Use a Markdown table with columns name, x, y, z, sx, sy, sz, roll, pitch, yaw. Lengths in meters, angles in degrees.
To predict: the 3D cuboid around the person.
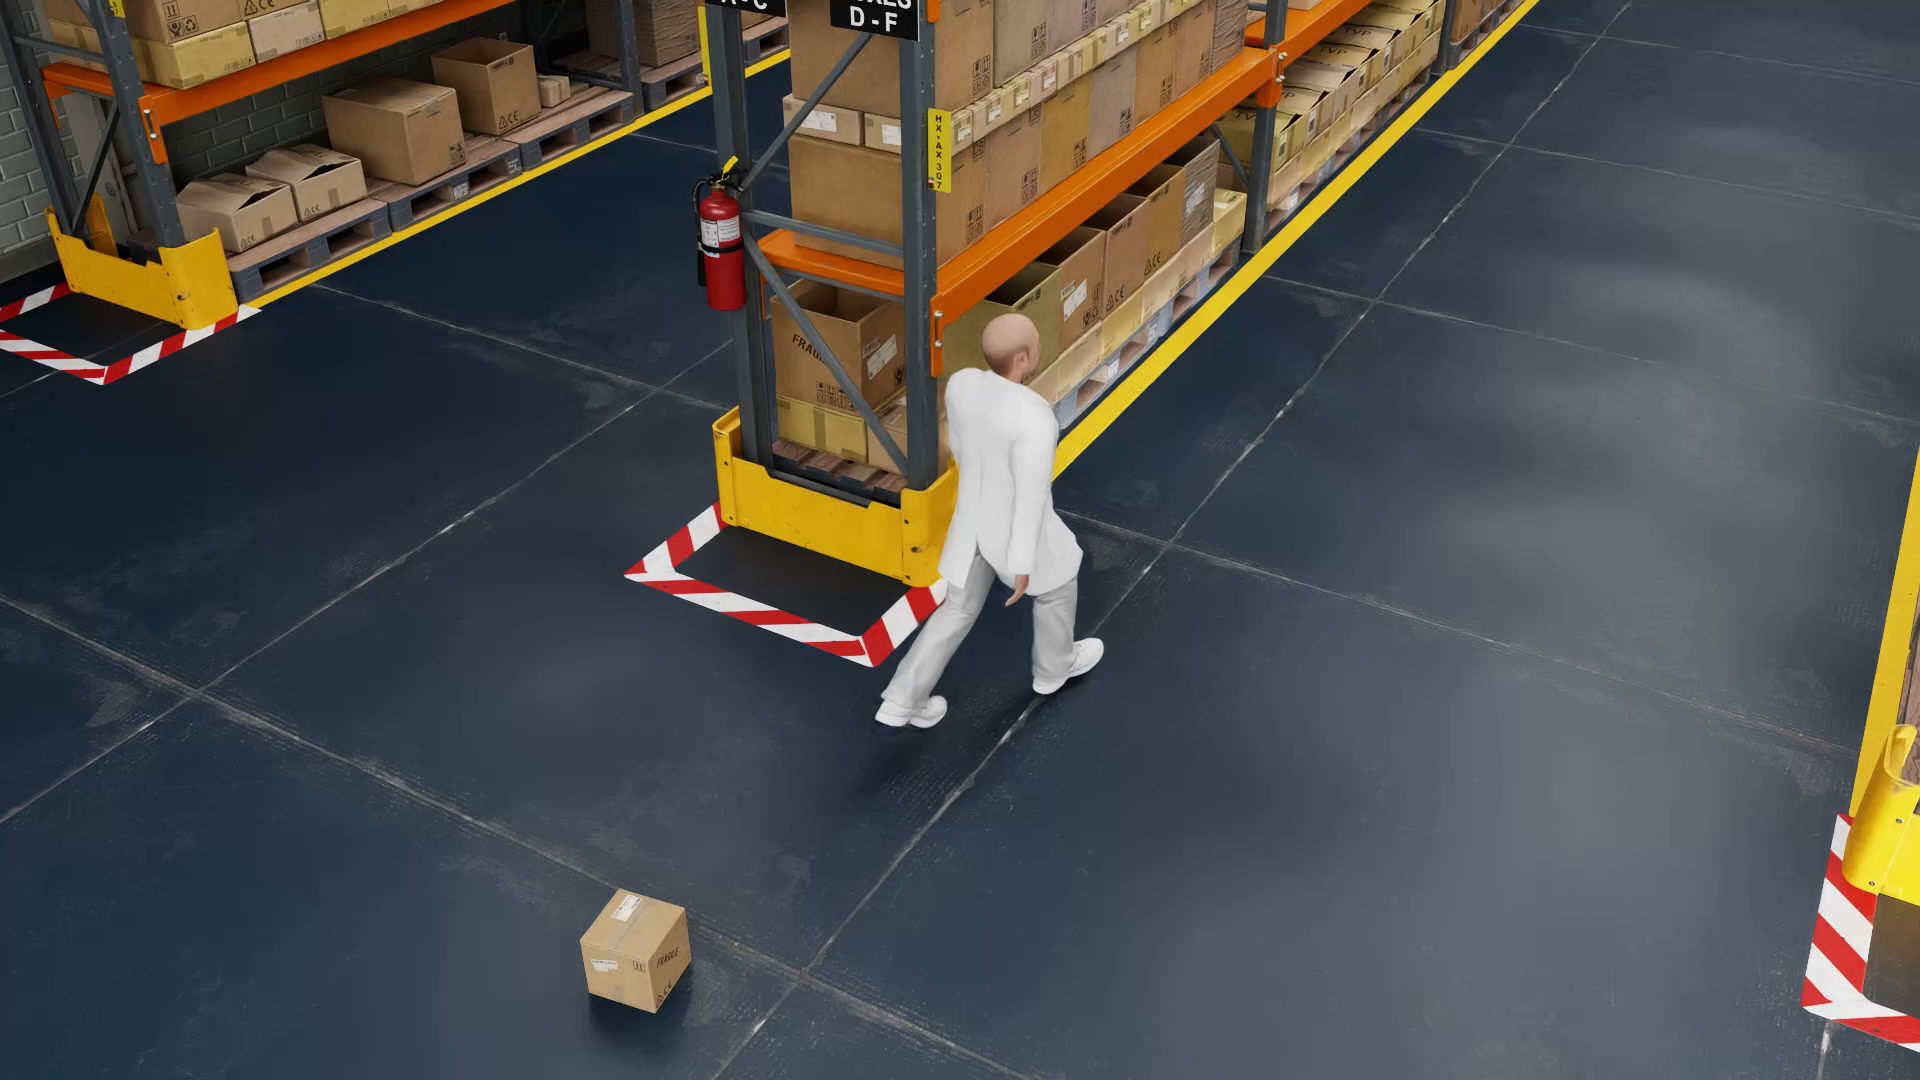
| name | x | y | z | sx | sy | sz | roll | pitch | yaw |
| --- | --- | --- | --- | --- | --- | --- | --- | --- | --- |
| person | 0.137 | -0.047 | 6.227 | 1.110 | 1.733 | 0.583 | -29 | 43 | -36 |
